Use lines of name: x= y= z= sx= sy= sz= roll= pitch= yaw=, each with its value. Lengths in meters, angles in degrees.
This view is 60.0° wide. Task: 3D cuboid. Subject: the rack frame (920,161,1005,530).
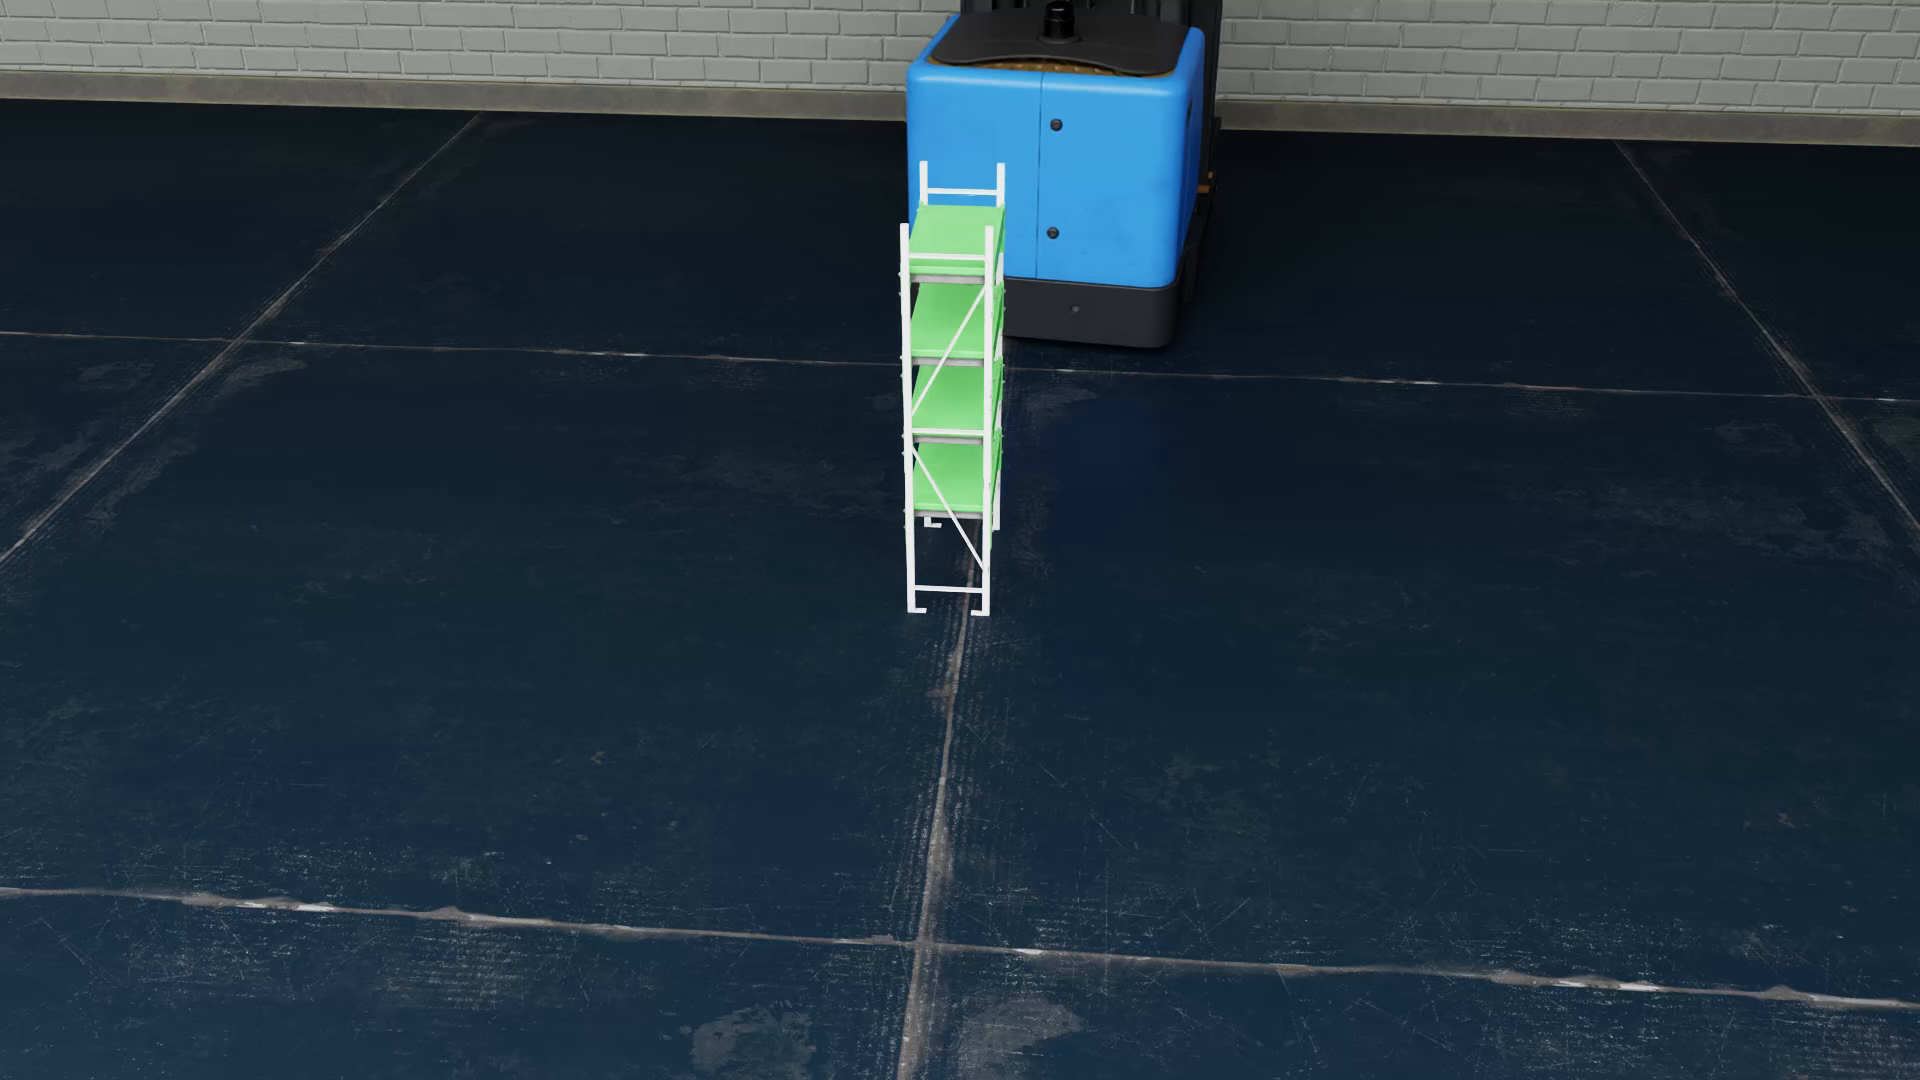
rack frame: x=0.006 y=-0.552 z=5.002 sx=0.240 sy=1.200 sz=0.015 roll=2 pitch=32 yaw=4

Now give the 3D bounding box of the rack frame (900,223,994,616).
rack frame: x=-0.033 y=-0.297 z=4.588 sx=0.240 sy=1.200 sz=0.015 roll=2 pitch=32 yaw=4

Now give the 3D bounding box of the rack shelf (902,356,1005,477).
rack shelf: x=-0.013 y=-0.370 z=4.828 sx=0.258 sy=0.148 sz=0.480 roll=2 pitch=32 yaw=4

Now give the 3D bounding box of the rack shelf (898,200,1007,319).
rack shelf: x=-0.013 y=-0.778 z=4.576 sx=0.258 sy=0.148 sz=0.480 roll=2 pitch=32 yaw=4

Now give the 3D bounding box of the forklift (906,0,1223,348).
forklift: x=0.595 y=-2.735 z=6.895 sx=1.130 sy=2.935 sz=3.031 roll=6 pitch=32 yaw=10

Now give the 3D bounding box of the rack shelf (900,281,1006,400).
rack shelf: x=-0.013 y=-0.574 z=4.702 sx=0.258 sy=0.148 sz=0.480 roll=2 pitch=32 yaw=4

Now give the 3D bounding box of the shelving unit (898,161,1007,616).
shelving unit: x=-0.013 y=-0.424 z=4.795 sx=0.258 sy=1.200 sz=0.503 roll=2 pitch=32 yaw=4

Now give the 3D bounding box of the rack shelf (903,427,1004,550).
rack shelf: x=-0.013 y=-0.166 z=4.954 sx=0.258 sy=0.148 sz=0.480 roll=2 pitch=32 yaw=4
